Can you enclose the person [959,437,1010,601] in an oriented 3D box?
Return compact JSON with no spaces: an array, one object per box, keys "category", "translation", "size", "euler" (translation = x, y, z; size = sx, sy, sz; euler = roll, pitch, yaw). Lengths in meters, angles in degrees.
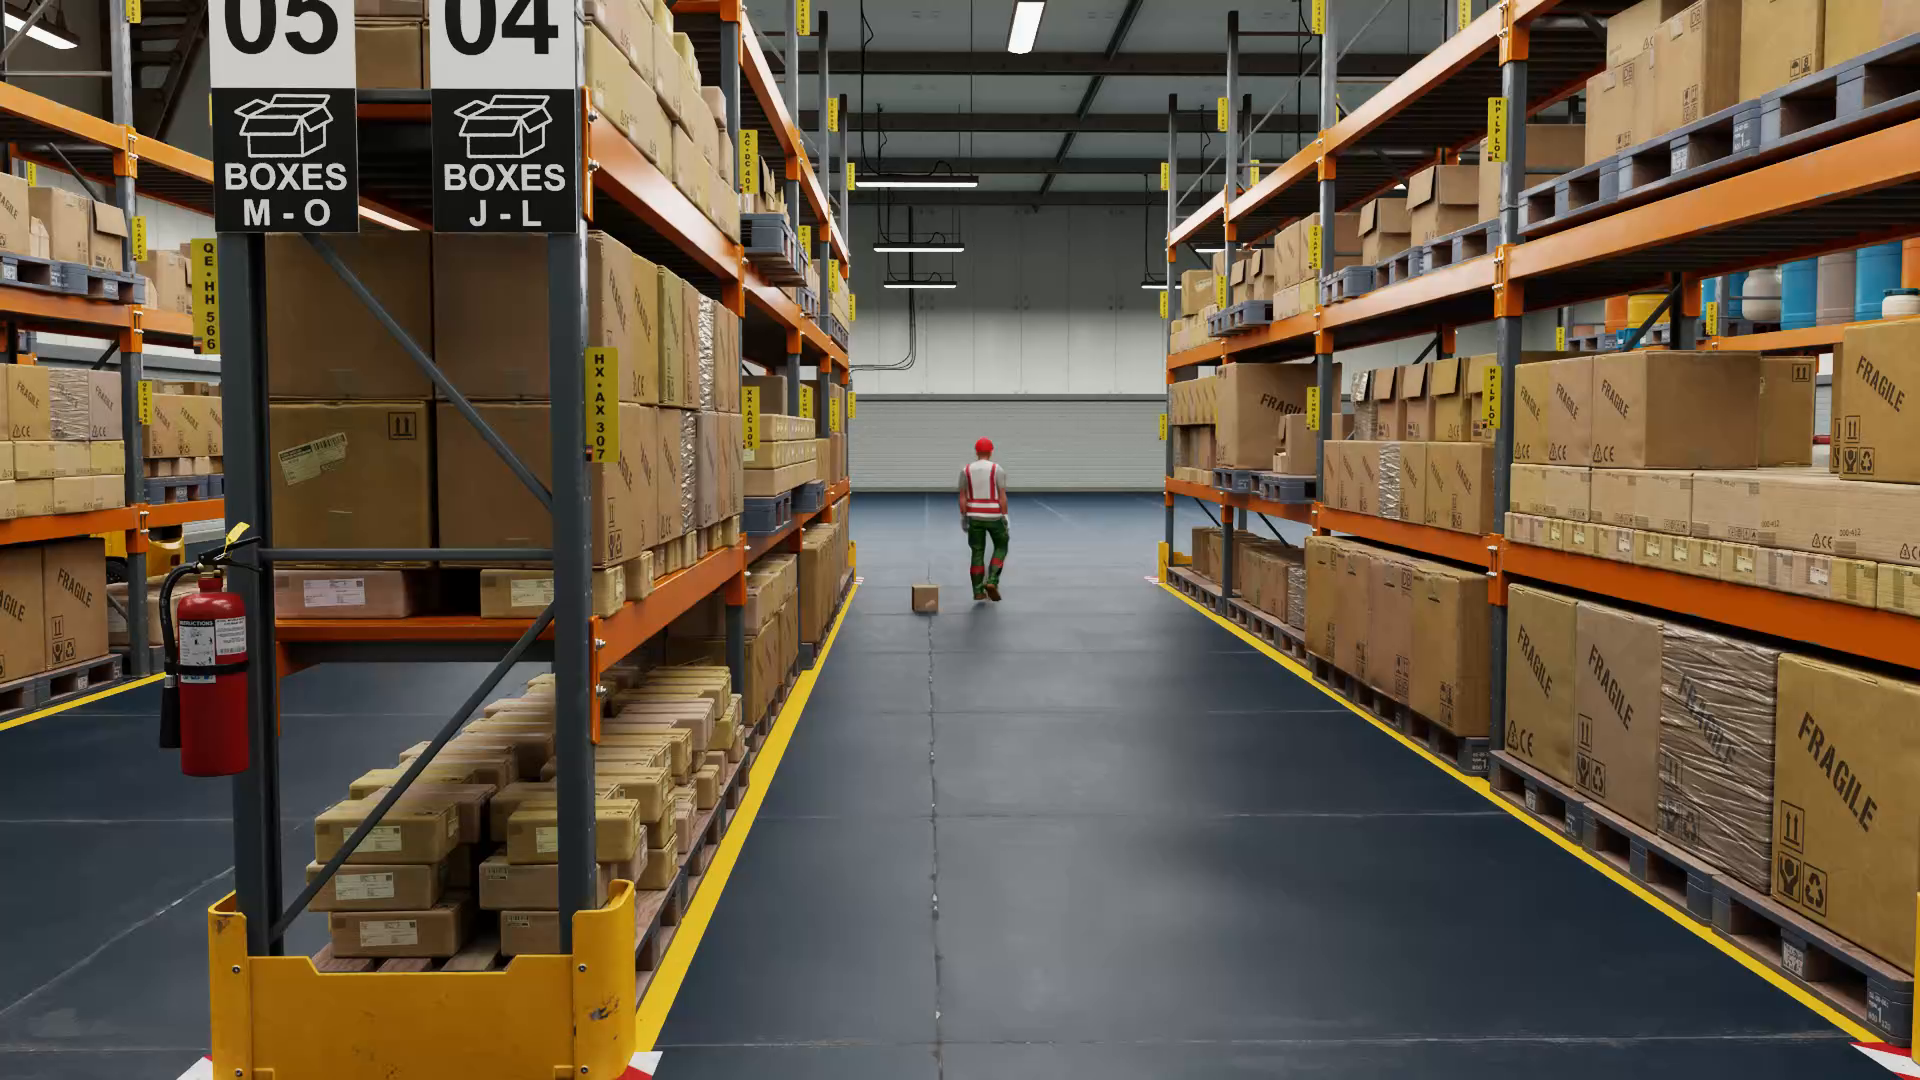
[{"category":"person","translation":[0.287,-0.217,18.284],"size":[0.586,1.833,0.478],"euler":[1,4,13]}]
